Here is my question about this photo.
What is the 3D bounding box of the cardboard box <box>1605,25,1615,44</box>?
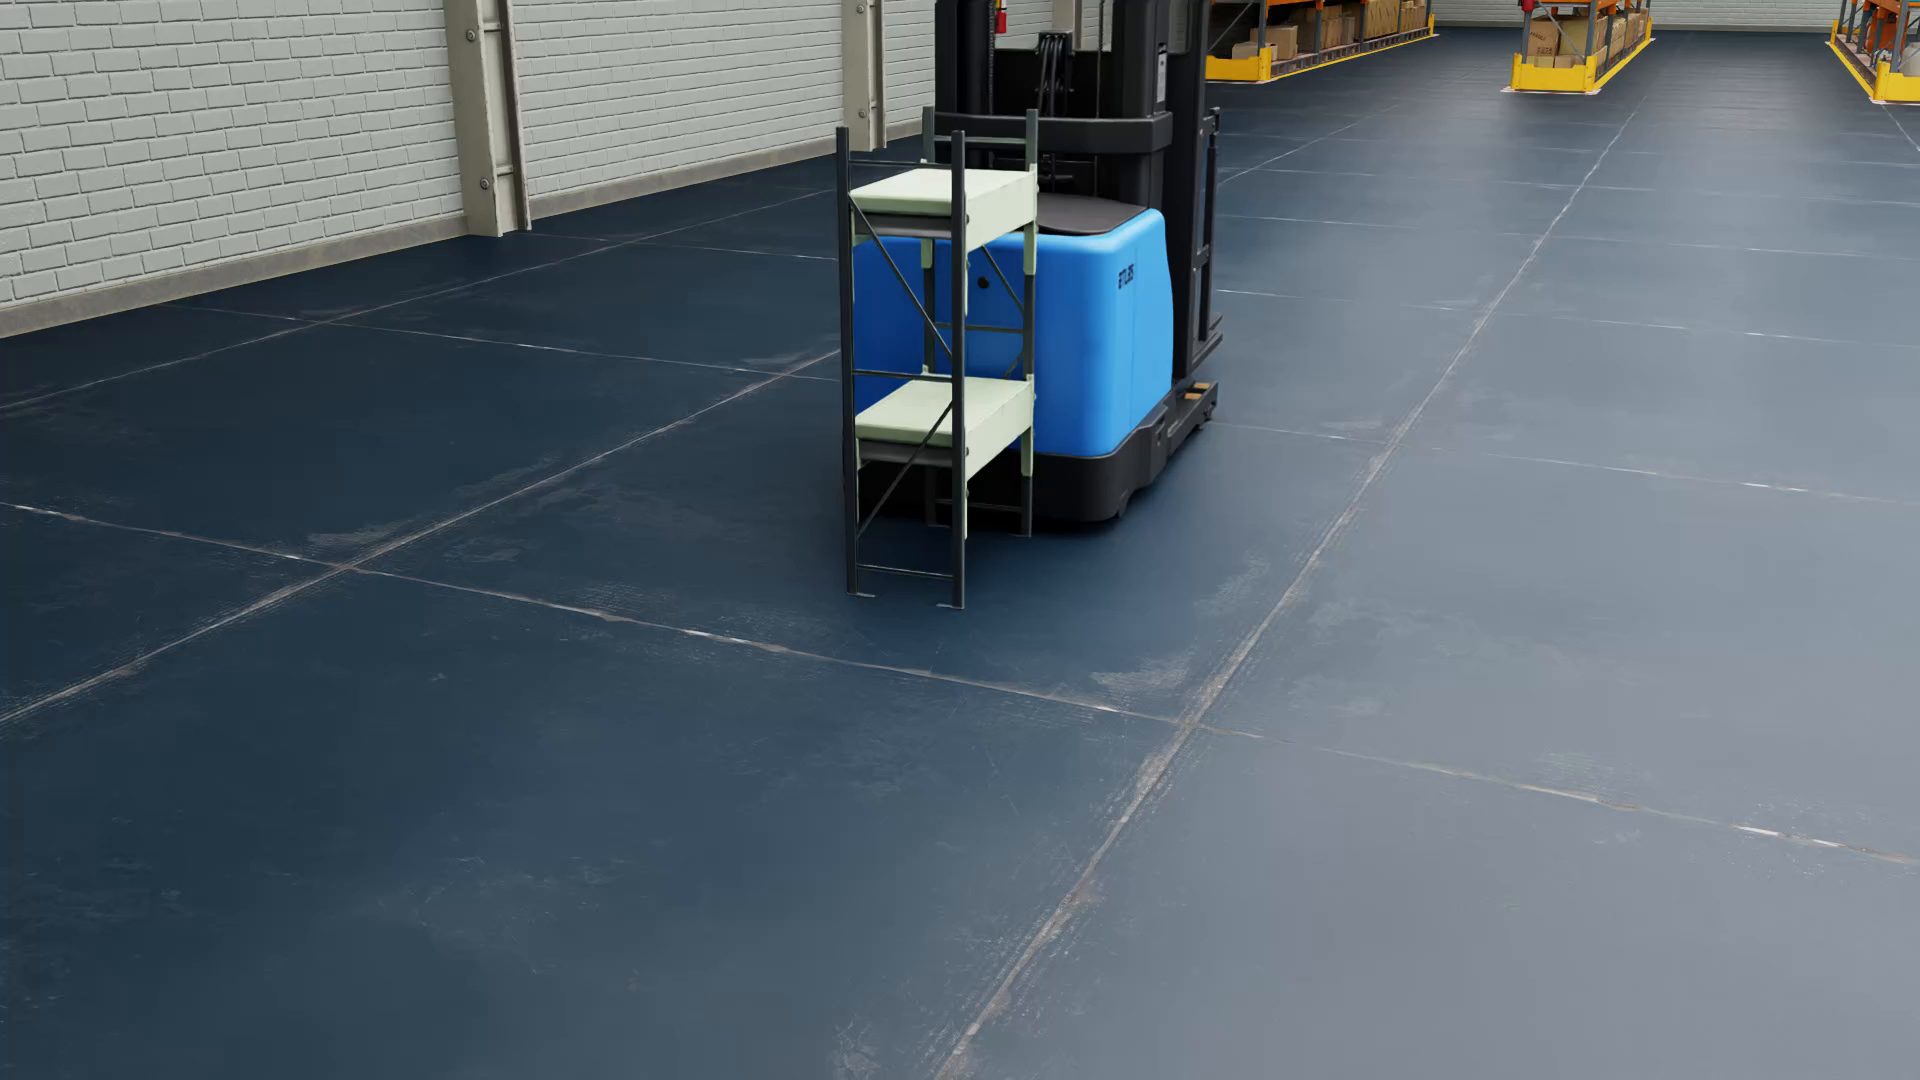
[{"bbox_3d":[10.968,-8.700,28.597,0.500,0.311,0.500,9,21,23],"label":"cardboard box"}]

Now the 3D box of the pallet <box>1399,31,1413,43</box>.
[{"bbox_3d":[9.710,-11.474,37.916,1.003,0.211,1.213,9,21,23],"label":"pallet"}]

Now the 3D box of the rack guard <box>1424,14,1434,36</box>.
[{"bbox_3d":[10.975,-12.618,40.703,1.175,0.500,0.348,9,21,23],"label":"rack guard"}]

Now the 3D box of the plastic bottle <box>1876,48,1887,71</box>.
[{"bbox_3d":[14.129,-7.343,25.435,0.144,0.351,0.185,8,21,22],"label":"plastic bottle"}]

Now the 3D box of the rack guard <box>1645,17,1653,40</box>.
[{"bbox_3d":[15.455,-11.909,38.709,1.175,0.500,0.348,9,21,23],"label":"rack guard"}]

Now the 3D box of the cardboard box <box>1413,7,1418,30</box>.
[{"bbox_3d":[10.359,-12.274,39.109,0.700,0.500,0.500,8,21,21],"label":"cardboard box"}]

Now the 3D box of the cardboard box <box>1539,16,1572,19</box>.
[{"bbox_3d":[9.687,-8.293,27.168,0.500,0.500,0.500,9,21,23],"label":"cardboard box"}]

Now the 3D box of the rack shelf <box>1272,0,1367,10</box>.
[{"bbox_3d":[6.870,-10.393,31.789,1.077,0.370,4.000,9,21,23],"label":"rack shelf"}]

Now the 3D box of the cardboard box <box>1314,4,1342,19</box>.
[{"bbox_3d":[7.151,-10.333,32.502,0.500,0.250,0.500,9,21,24],"label":"cardboard box"}]

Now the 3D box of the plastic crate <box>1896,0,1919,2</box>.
[{"bbox_3d":[13.383,-7.662,23.259,0.499,0.251,0.616,9,21,23],"label":"plastic crate"}]

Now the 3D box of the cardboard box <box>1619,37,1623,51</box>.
[{"bbox_3d":[12.009,-9.214,30.879,0.500,0.250,0.500,8,21,22],"label":"cardboard box"}]

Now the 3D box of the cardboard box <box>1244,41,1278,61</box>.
[{"bbox_3d":[5.012,-8.211,27.938,0.500,0.311,0.500,11,22,27],"label":"cardboard box"}]

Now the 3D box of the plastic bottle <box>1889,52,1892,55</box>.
[{"bbox_3d":[14.431,-7.432,25.805,0.097,0.271,0.097,0,20,0],"label":"plastic bottle"}]

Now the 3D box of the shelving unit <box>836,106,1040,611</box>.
[{"bbox_3d":[-0.056,-0.619,5.471,0.431,1.500,0.755,7,21,18],"label":"shelving unit"}]

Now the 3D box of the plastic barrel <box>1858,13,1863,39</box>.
[{"bbox_3d":[18.127,-10.252,32.823,0.600,0.901,0.708,9,21,23],"label":"plastic barrel"}]

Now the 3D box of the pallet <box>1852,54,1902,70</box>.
[{"bbox_3d":[16.375,-8.438,29.381,1.003,0.211,1.213,9,21,23],"label":"pallet"}]

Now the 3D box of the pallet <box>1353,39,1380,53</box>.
[{"bbox_3d":[8.081,-10.260,34.503,1.003,0.211,1.213,9,21,23],"label":"pallet"}]

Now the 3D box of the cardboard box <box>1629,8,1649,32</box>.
[{"bbox_3d":[15.488,-11.940,38.139,0.500,0.500,0.500,9,21,23],"label":"cardboard box"}]

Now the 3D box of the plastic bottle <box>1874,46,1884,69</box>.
[{"bbox_3d":[14.380,-7.530,25.963,0.144,0.351,0.185,9,22,24],"label":"plastic bottle"}]

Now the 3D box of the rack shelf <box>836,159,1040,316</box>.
[{"bbox_3d":[-0.056,-0.987,5.341,0.431,0.370,0.720,7,21,18],"label":"rack shelf"}]

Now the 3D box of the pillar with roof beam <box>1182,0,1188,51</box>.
[{"bbox_3d":[7.838,-11.466,24.780,9.100,9.000,0.400,9,21,23],"label":"pillar with roof beam"}]

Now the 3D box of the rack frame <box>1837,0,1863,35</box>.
[{"bbox_3d":[20.003,-12.429,36.442,1.000,3.000,0.127,9,21,23],"label":"rack frame"}]

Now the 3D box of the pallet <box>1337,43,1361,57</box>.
[{"bbox_3d":[7.368,-9.791,33.183,1.003,0.211,1.213,9,21,23],"label":"pallet"}]

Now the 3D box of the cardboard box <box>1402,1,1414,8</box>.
[{"bbox_3d":[10.247,-12.345,38.341,0.380,0.149,0.250,8,21,21],"label":"cardboard box"}]

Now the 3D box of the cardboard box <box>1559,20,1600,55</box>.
[{"bbox_3d":[9.559,-7.761,25.673,0.500,0.500,0.500,9,21,23],"label":"cardboard box"}]

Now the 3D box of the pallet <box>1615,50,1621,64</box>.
[{"bbox_3d":[11.837,-9.104,31.254,1.003,0.211,1.213,9,21,23],"label":"pallet"}]

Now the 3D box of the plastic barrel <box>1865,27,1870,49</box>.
[{"bbox_3d":[17.062,-9.346,30.858,0.421,0.512,0.421,0,20,0],"label":"plastic barrel"}]

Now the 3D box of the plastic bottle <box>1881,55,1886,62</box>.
[{"bbox_3d":[13.835,-7.125,24.925,0.061,0.283,0.133,9,22,24],"label":"plastic bottle"}]

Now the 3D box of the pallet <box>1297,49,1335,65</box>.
[{"bbox_3d":[6.369,-9.045,31.086,1.003,0.211,1.213,9,21,23],"label":"pallet"}]

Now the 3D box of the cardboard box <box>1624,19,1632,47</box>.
[{"bbox_3d":[12.657,-9.794,32.105,0.500,0.500,0.500,10,22,25],"label":"cardboard box"}]

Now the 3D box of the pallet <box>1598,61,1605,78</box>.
[{"bbox_3d":[10.208,-7.891,27.841,1.003,0.211,1.213,9,21,23],"label":"pallet"}]

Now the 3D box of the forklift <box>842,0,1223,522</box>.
[{"bbox_3d":[0.529,-1.904,6.947,1.130,2.935,3.031,7,21,18],"label":"forklift"}]

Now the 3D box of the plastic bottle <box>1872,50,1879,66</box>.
[{"bbox_3d":[14.559,-7.645,26.405,0.097,0.271,0.097,0,20,0],"label":"plastic bottle"}]

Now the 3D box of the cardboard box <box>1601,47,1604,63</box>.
[{"bbox_3d":[10.368,-8.021,27.522,0.500,0.250,0.500,9,21,23],"label":"cardboard box"}]

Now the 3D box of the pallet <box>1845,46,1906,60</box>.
[{"bbox_3d":[17.513,-9.288,31.771,1.003,0.211,1.213,9,21,23],"label":"pallet"}]

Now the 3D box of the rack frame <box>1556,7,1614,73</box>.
[{"bbox_3d":[10.572,-9.442,28.041,1.000,3.000,0.127,9,21,23],"label":"rack frame"}]

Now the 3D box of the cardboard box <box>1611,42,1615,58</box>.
[{"bbox_3d":[11.174,-8.589,29.121,0.500,0.250,0.500,9,22,24],"label":"cardboard box"}]

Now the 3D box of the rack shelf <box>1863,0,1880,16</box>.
[{"bbox_3d":[15.908,-9.033,27.966,1.077,0.370,4.000,9,21,23],"label":"rack shelf"}]

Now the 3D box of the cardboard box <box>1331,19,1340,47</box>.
[{"bbox_3d":[6.947,-9.848,32.258,0.700,0.500,0.500,8,21,22],"label":"cardboard box"}]

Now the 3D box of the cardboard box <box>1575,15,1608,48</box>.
[{"bbox_3d":[10.366,-8.374,27.397,0.500,0.500,0.500,9,21,23],"label":"cardboard box"}]

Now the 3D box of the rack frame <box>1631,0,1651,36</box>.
[{"bbox_3d":[15.486,-13.110,38.356,1.000,3.000,0.127,9,21,23],"label":"rack frame"}]

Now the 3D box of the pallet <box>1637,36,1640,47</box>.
[{"bbox_3d":[14.130,-10.783,35.975,1.003,0.211,1.213,9,21,23],"label":"pallet"}]

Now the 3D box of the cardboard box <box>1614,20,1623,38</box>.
[{"bbox_3d":[11.804,-9.323,30.348,0.500,0.311,0.500,8,21,22],"label":"cardboard box"}]

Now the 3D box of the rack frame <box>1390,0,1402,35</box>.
[{"bbox_3d":[9.327,-12.566,36.826,1.000,3.000,0.127,9,21,23],"label":"rack frame"}]

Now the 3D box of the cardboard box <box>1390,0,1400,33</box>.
[{"bbox_3d":[9.179,-11.534,36.507,0.750,0.750,0.750,9,21,23],"label":"cardboard box"}]

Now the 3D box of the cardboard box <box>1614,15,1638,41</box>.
[{"bbox_3d":[13.491,-10.423,33.875,0.500,0.500,0.500,9,21,23],"label":"cardboard box"}]
